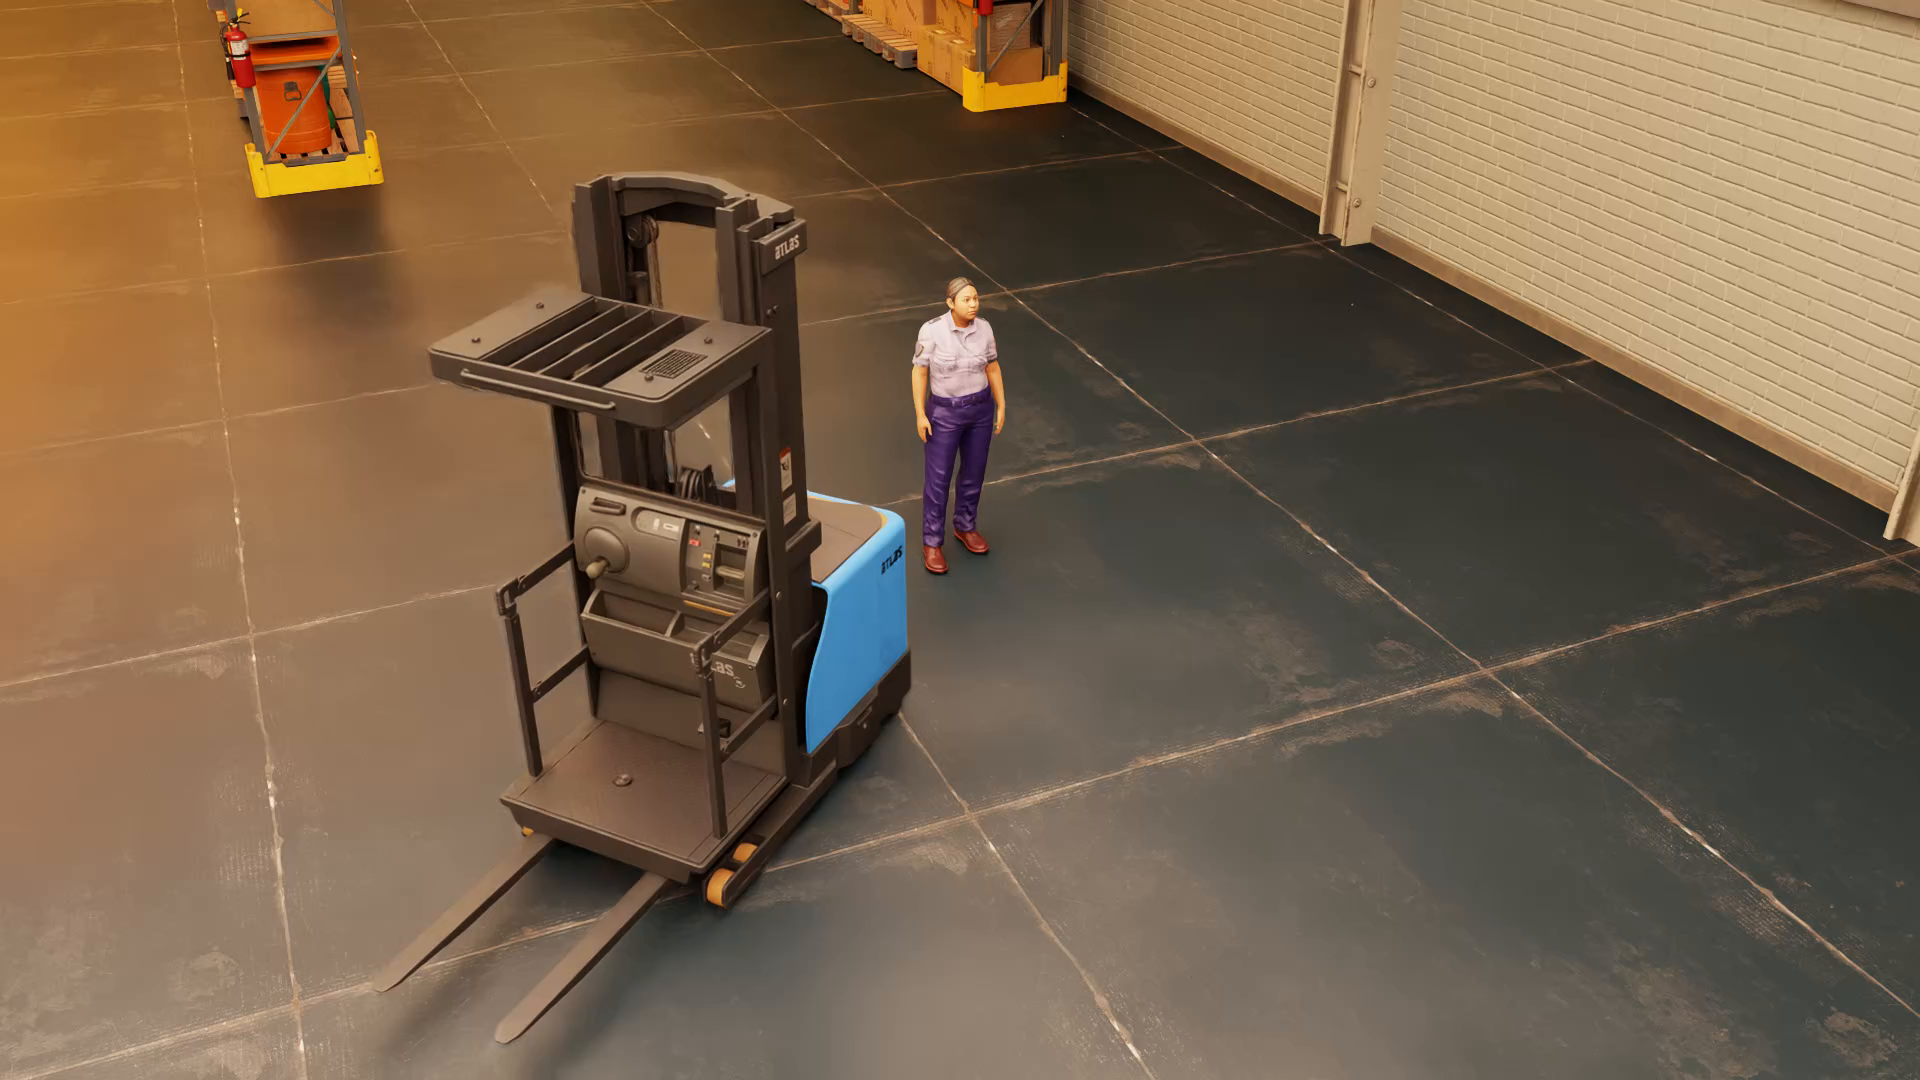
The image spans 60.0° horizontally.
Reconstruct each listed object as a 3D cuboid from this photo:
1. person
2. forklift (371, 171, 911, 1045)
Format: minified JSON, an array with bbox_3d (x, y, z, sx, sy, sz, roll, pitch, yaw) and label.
[{"bbox_3d":[0.015,-0.675,9.581,0.598,1.651,0.502,-12,32,-20],"label":"person"},{"bbox_3d":[-1.354,0.081,6.978,1.130,2.935,3.031,14,32,22],"label":"forklift"}]
